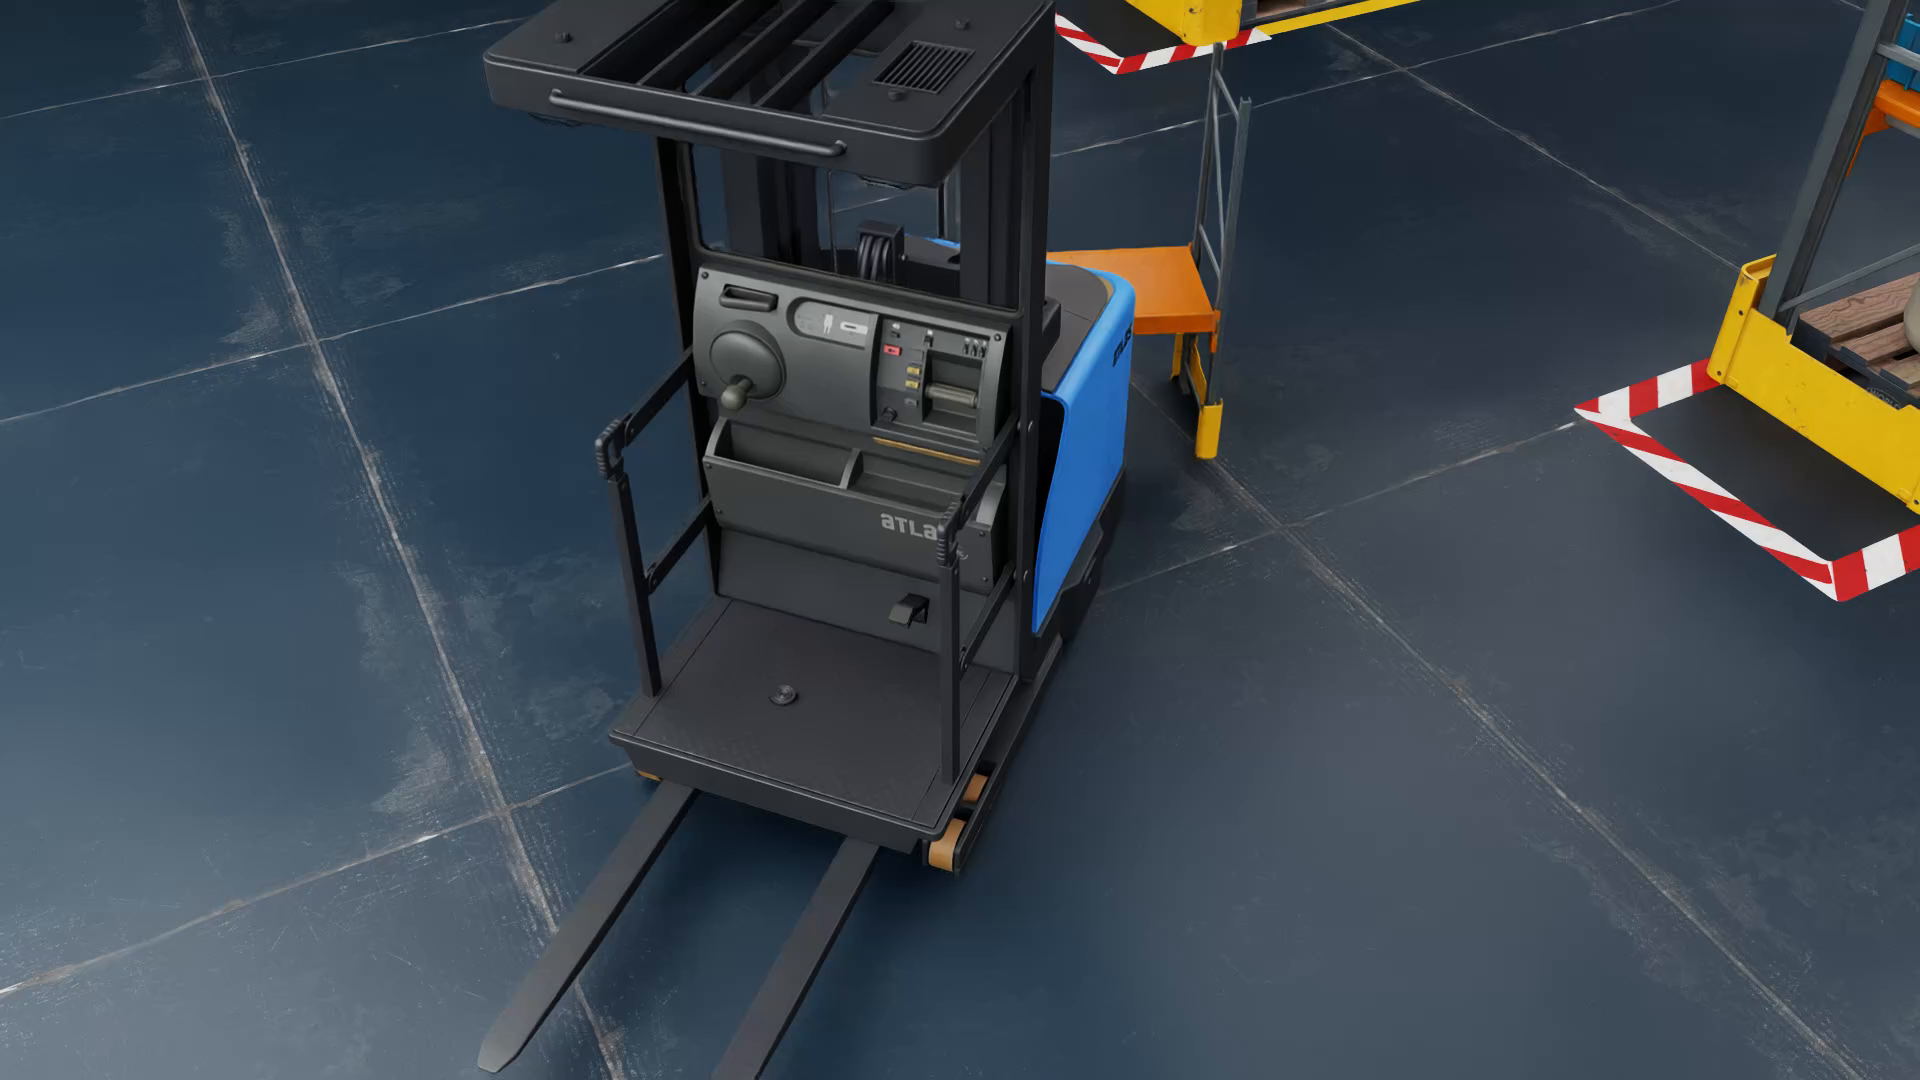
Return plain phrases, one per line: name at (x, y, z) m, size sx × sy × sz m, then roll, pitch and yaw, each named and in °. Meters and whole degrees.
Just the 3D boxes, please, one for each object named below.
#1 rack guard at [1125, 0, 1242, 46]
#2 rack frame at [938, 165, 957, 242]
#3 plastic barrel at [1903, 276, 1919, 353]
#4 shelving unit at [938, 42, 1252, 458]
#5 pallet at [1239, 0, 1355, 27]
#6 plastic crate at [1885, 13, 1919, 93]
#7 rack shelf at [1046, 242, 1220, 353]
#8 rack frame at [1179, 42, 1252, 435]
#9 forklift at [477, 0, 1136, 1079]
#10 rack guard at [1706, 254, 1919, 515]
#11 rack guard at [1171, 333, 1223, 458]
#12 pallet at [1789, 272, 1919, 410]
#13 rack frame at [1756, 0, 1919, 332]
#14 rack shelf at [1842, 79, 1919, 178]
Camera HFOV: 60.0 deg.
rack guard at (1.233, -3.419, 9.902) m, size 0.348 × 0.500 × 1.175 m, roll -19°, pitch 44°, yaw -21°
rack frame at (-0.049, -1.033, 6.309) m, size 0.032 × 1.500 × 0.500 m, roll -3°, pitch 40°, yaw -4°
plastic barrel at (4.087, -0.991, 6.700) m, size 0.421 × 0.512 × 0.421 m, roll 0°, pitch 40°, yaw 0°
shelving unit at (0.467, -1.062, 6.343) m, size 1.083 × 1.500 × 0.587 m, roll -3°, pitch 40°, yaw -4°
pallet at (1.913, -3.568, 10.302) m, size 1.213 × 0.211 × 1.003 m, roll -19°, pitch 44°, yaw -21°
plastic crate at (3.845, -1.805, 6.175) m, size 0.616 × 0.251 × 0.499 m, roll -19°, pitch 44°, yaw -21°
rack shelf at (0.457, -0.924, 6.459) m, size 1.000 × 0.185 × 0.538 m, roll -3°, pitch 40°, yaw -4°
rack frame at (0.964, -1.090, 6.376) m, size 0.032 × 1.500 × 0.500 m, roll -3°, pitch 40°, yaw -4°
forklift at (-0.393, -0.422, 4.480) m, size 1.130 × 2.935 × 3.031 m, roll 14°, pitch 42°, yaw 16°
rack guard at (3.585, -0.636, 6.615) m, size 0.348 × 0.500 × 1.175 m, roll -19°, pitch 44°, yaw -21°
rack guard at (0.963, -0.612, 6.780) m, size 0.087 × 0.250 × 0.587 m, roll -3°, pitch 40°, yaw -4°
pallet at (4.308, -0.765, 6.991) m, size 1.213 × 0.211 × 1.003 m, roll -19°, pitch 44°, yaw -21°
rack frame at (3.539, -1.541, 5.748) m, size 0.127 × 3.000 × 1.000 m, roll -19°, pitch 44°, yaw -21°
rack shelf at (5.313, -1.863, 6.686) m, size 4.000 × 0.370 × 1.077 m, roll -19°, pitch 44°, yaw -21°
